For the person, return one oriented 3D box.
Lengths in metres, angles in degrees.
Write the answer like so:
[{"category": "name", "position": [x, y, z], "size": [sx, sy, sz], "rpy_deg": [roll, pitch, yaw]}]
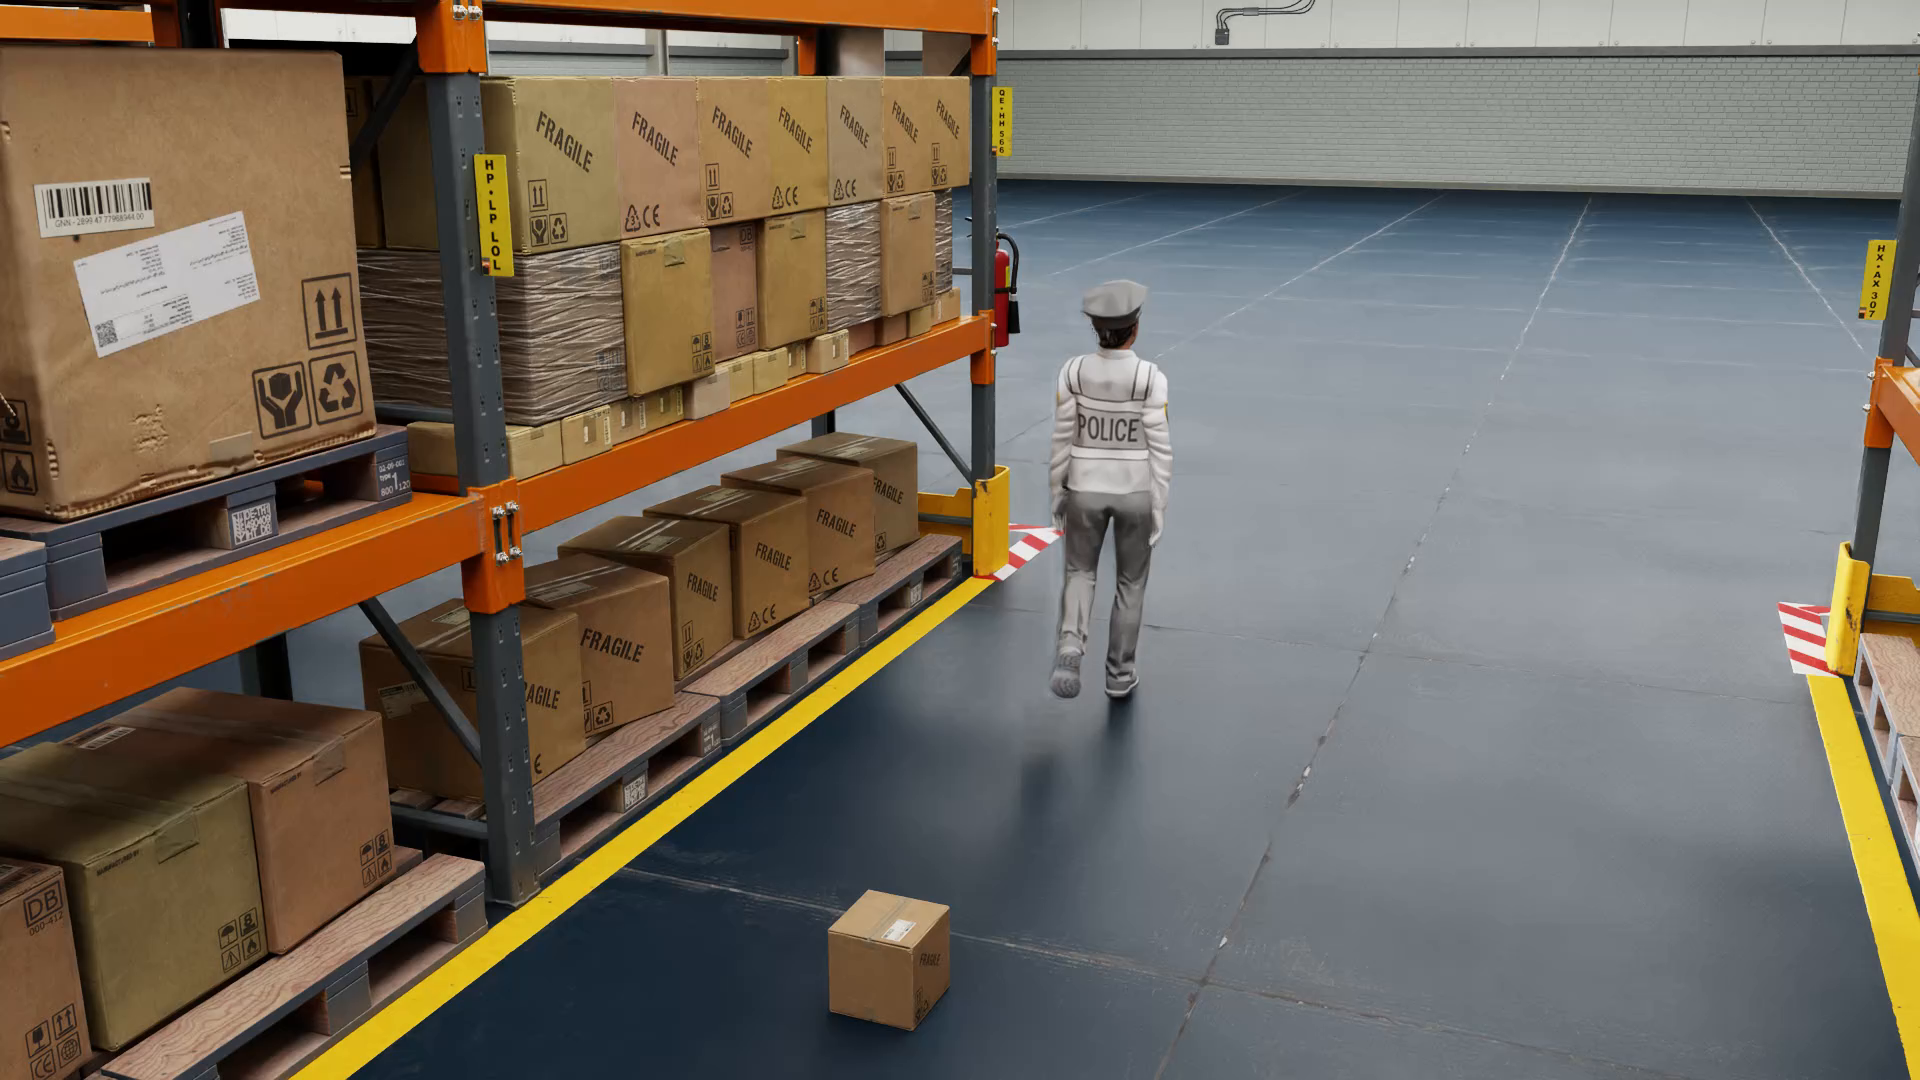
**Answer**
[{"category": "person", "position": [0.578, -0.160, 6.476], "size": [0.493, 1.665, 0.585], "rpy_deg": [5, 16, 16]}]
